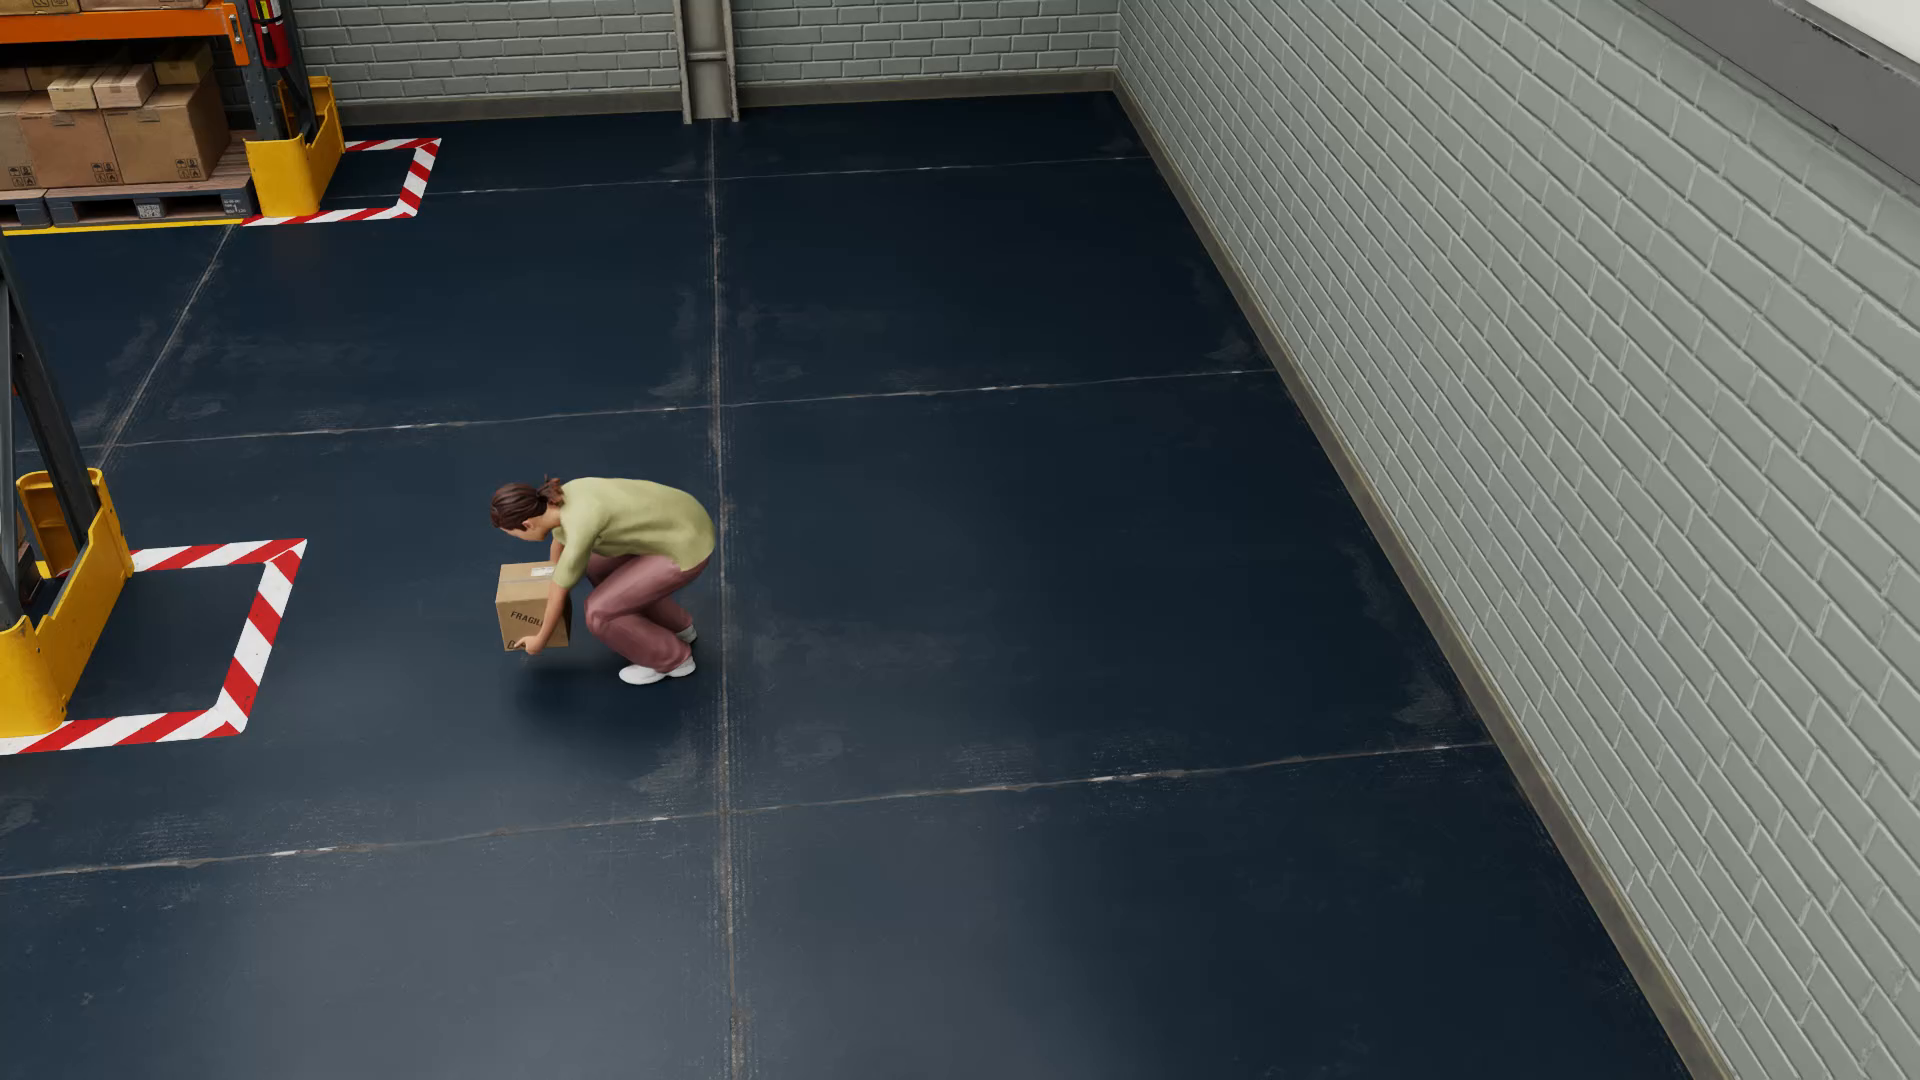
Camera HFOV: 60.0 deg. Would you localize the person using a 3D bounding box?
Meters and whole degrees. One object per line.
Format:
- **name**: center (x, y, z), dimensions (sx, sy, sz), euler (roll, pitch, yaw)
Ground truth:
- **person**: center (-1.387, 0.121, 6.623), dimensions (0.839, 0.934, 0.469), euler (-5, 35, -8)
